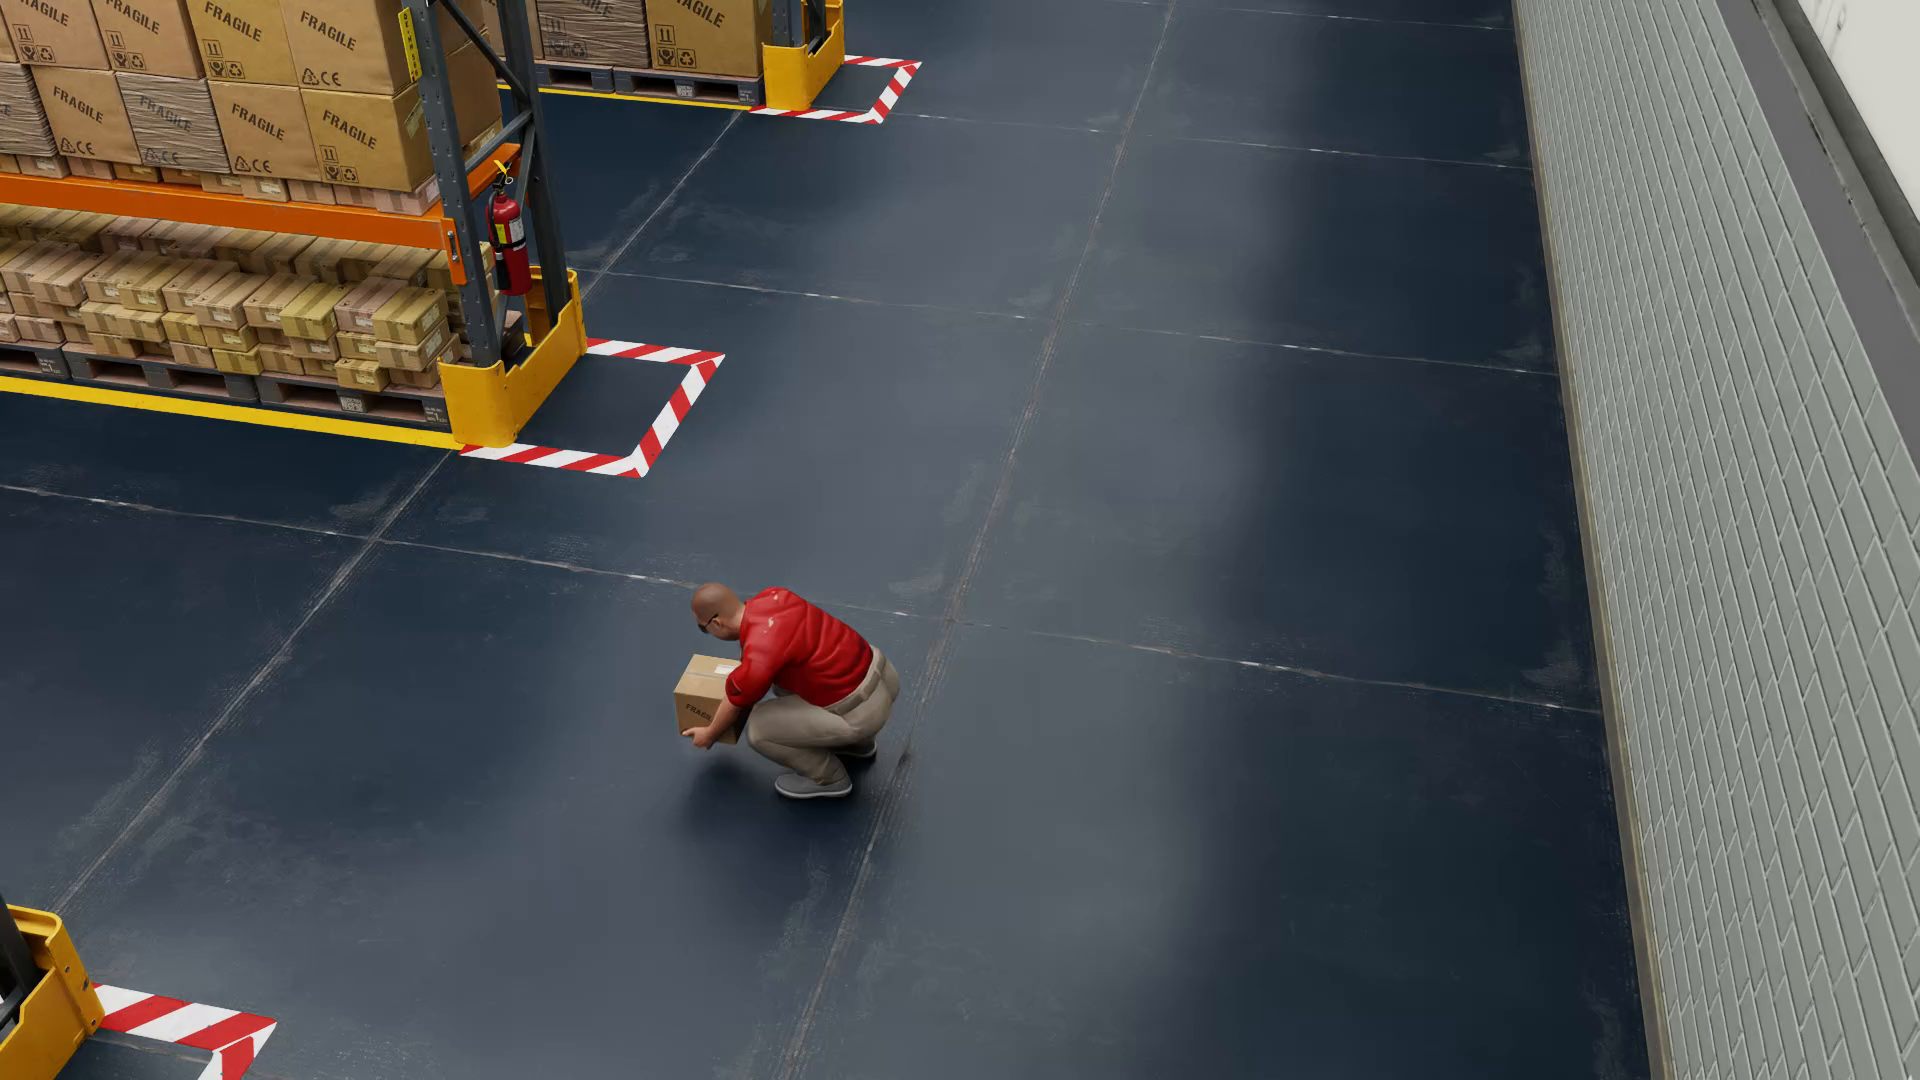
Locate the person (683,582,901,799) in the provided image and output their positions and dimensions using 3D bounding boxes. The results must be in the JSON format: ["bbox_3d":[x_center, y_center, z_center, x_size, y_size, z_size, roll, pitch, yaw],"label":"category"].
[{"bbox_3d":[-0.728,0.579,6.831,0.823,0.989,0.539,7,37,9],"label":"person"}]
